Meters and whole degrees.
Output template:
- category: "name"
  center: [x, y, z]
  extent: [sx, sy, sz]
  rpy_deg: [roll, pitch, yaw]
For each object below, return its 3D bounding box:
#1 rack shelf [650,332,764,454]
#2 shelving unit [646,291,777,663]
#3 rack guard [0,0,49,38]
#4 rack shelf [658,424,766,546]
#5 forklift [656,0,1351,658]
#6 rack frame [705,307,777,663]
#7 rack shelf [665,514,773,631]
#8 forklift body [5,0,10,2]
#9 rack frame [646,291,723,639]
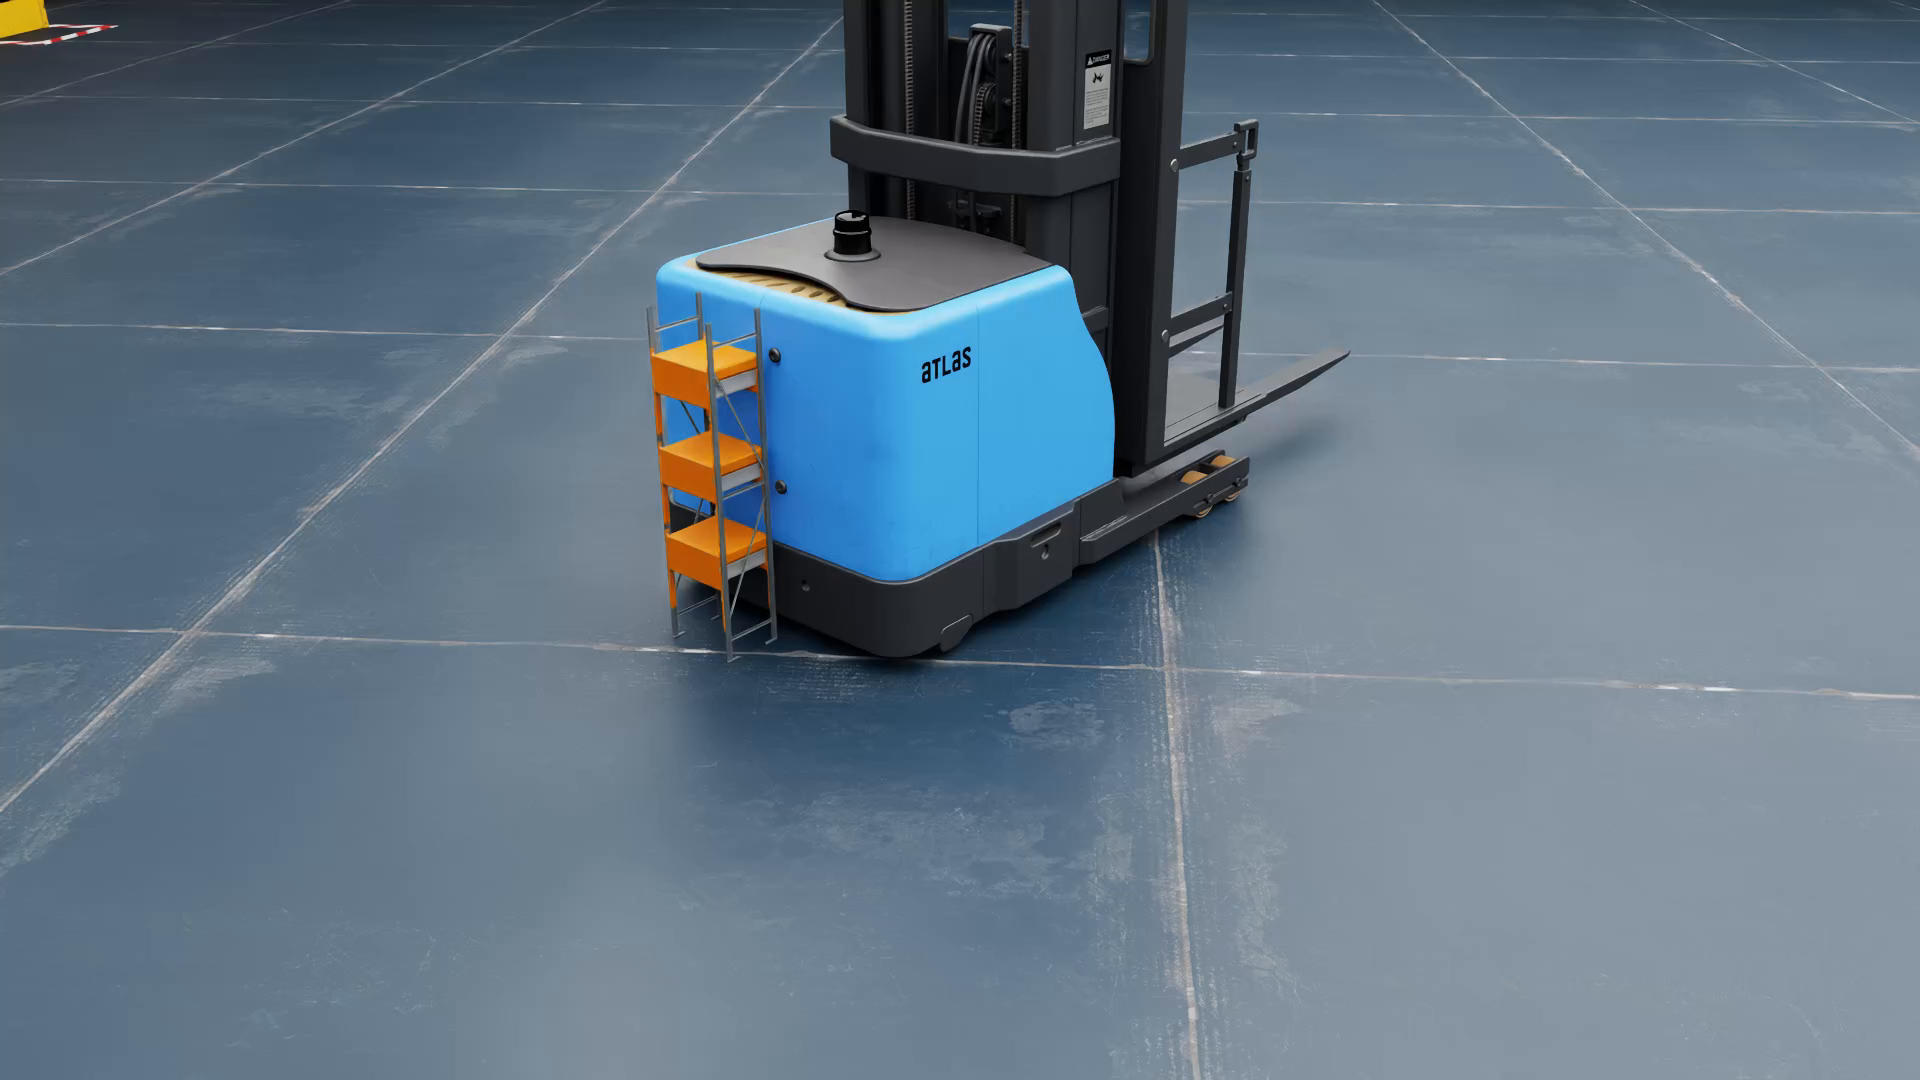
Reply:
- category: "rack shelf"
  center: [-0.719, -0.423, 4.760]
  extent: [0.240, 0.259, 0.215]
  rpy_deg: [19, 31, 36]
- category: "shelving unit"
  center: [-0.719, -0.175, 4.874]
  extent: [0.252, 1.050, 0.215]
  rpy_deg: [19, 31, 36]
- category: "rack guard"
  center: [-9.778, -5.398, 16.884]
  extent: [0.348, 0.500, 1.175]
  rpy_deg: [2, 25, 4]
- category: "rack shelf"
  center: [-0.719, -0.165, 4.879]
  extent: [0.240, 0.259, 0.215]
  rpy_deg: [19, 31, 36]
- category: "forklift"
  center: [0.401, -1.530, 5.569]
  extent: [1.130, 2.935, 3.031]
  rpy_deg: [19, 31, 36]
- category: "rack frame"
  center: [-0.626, -0.142, 4.803]
  extent: [0.008, 1.050, 0.200]
  rpy_deg: [19, 31, 36]
- category: "rack shelf"
  center: [-0.719, 0.087, 4.995]
  extent: [0.240, 0.259, 0.215]
  rpy_deg: [19, 31, 36]
- category: "forklift body"
  center: [-11.356, -7.515, 19.509]
  extent: [1.214, 2.155, 2.313]
  rpy_deg: [2, 25, 4]
- category: "rack frame"
  center: [-0.813, -0.208, 4.946]
  extent: [0.008, 1.050, 0.200]
  rpy_deg: [19, 31, 36]
